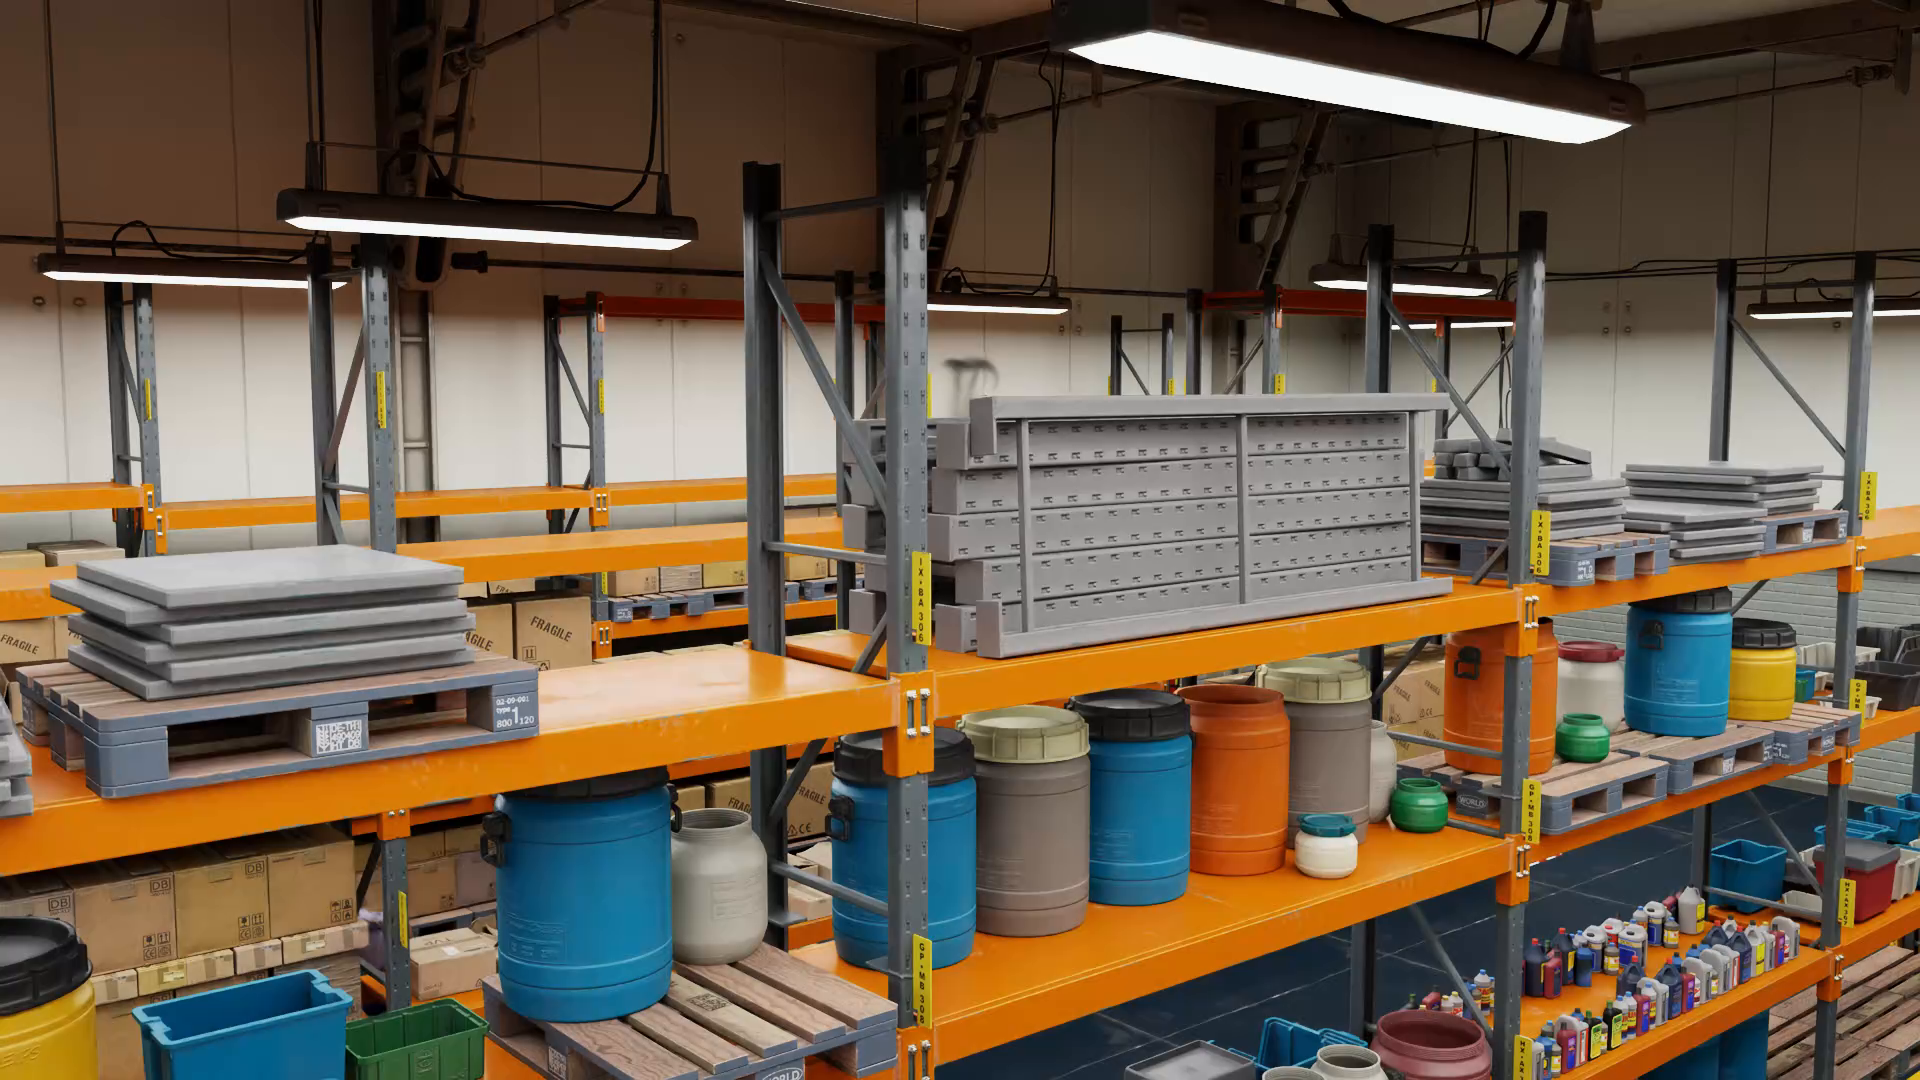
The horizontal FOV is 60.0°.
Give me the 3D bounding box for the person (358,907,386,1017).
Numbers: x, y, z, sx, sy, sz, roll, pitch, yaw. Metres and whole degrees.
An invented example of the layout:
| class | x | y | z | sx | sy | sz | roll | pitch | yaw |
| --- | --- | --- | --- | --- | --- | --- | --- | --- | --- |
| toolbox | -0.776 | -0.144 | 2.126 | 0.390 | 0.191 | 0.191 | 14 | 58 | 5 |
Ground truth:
| class | x | y | z | sx | sy | sz | roll | pitch | yaw |
| --- | --- | --- | --- | --- | --- | --- | --- | --- | --- |
| person | -4.176 | 3.260 | 12.164 | 0.946 | 1.564 | 0.643 | -3 | 6 | -30 |
